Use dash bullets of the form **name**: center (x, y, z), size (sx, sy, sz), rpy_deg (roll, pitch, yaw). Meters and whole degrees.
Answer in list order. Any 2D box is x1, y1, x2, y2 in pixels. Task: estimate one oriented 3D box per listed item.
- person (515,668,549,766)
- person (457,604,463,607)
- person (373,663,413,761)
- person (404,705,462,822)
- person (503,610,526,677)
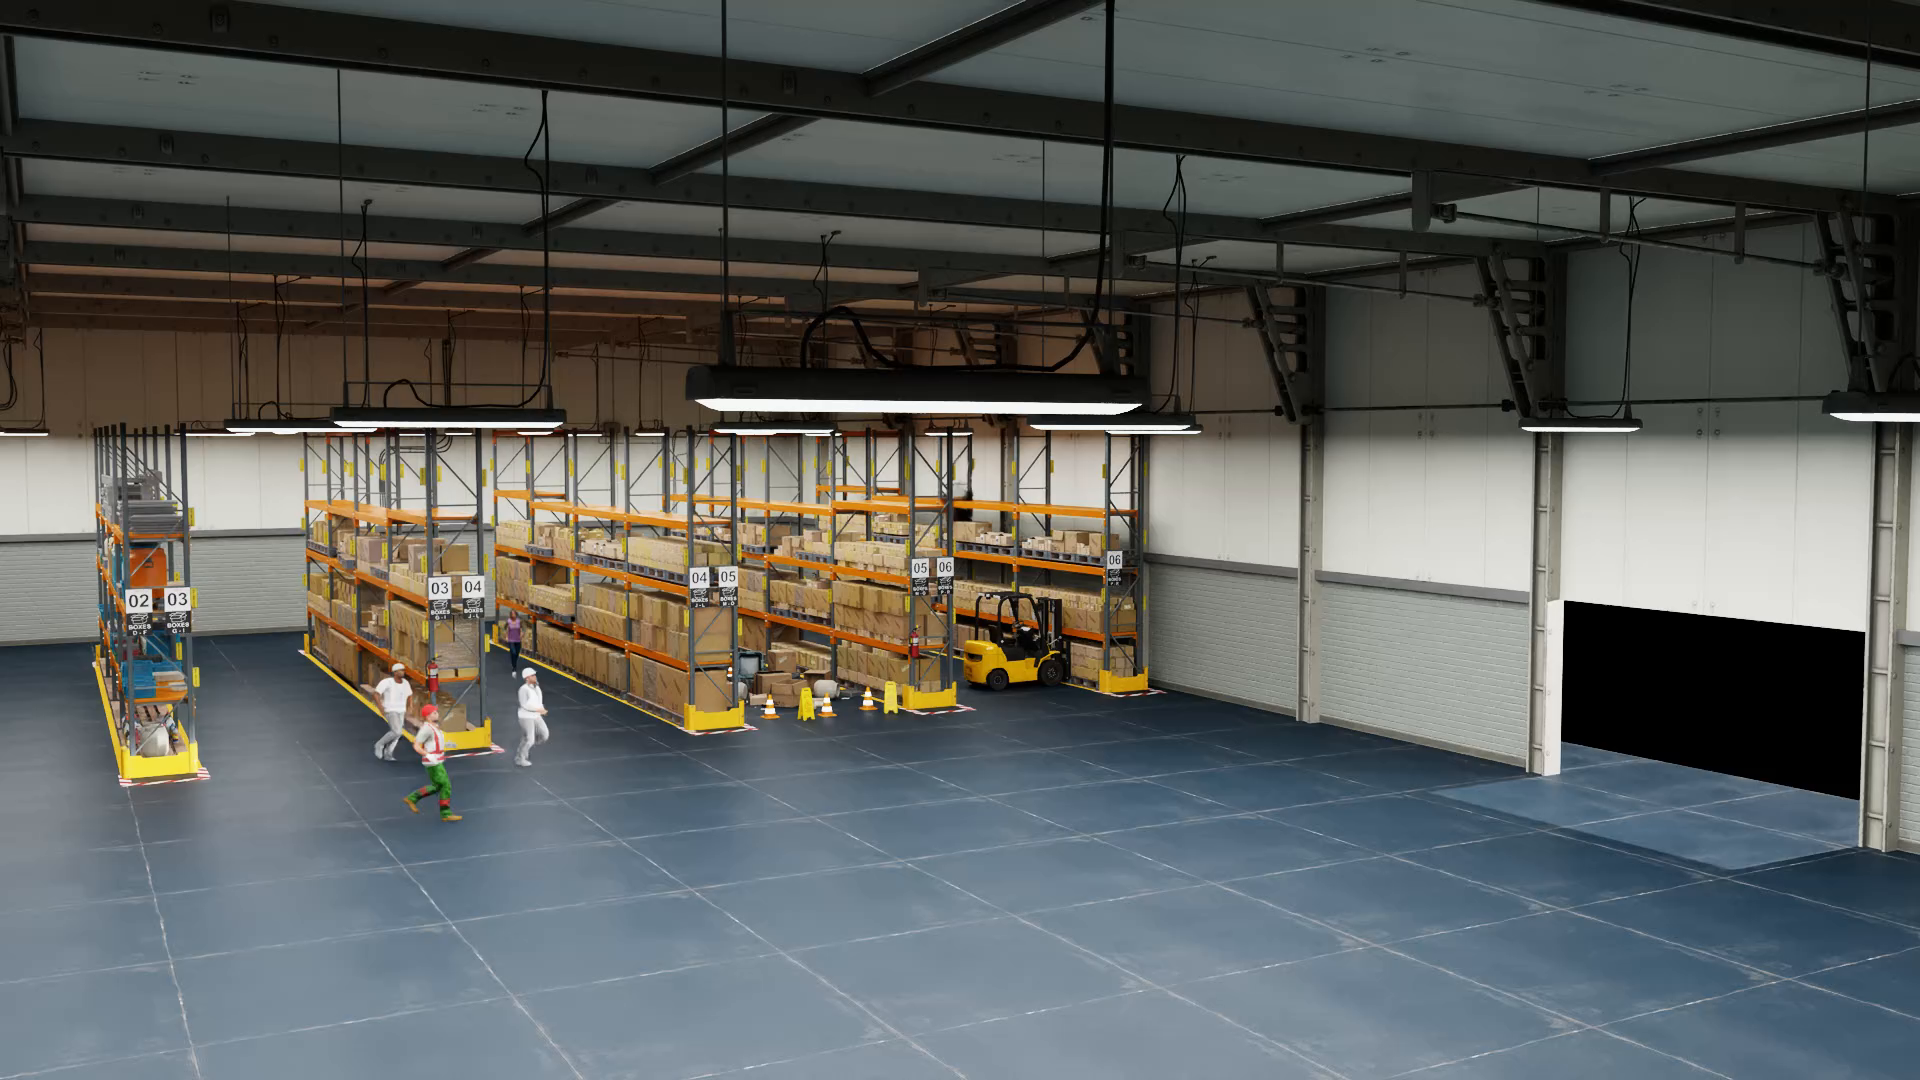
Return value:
- **person**: center (-7.486, 3.088, 29.151), size (0.665, 1.724, 0.682), rpy_deg (1, 4, 17)
- **person**: center (-13.533, 2.124, 44.949), size (0.695, 1.768, 0.651), rpy_deg (-2, 4, -29)
- **person**: center (-10.071, 3.063, 29.740), size (0.545, 1.711, 0.719), rpy_deg (2, 4, 30)
- **person**: center (-7.900, 3.336, 24.861), size (0.876, 1.761, 0.669), rpy_deg (0, 3, -4)
- **person**: center (-10.811, 2.479, 40.341), size (0.536, 1.612, 0.775), rpy_deg (-2, 4, -25)
